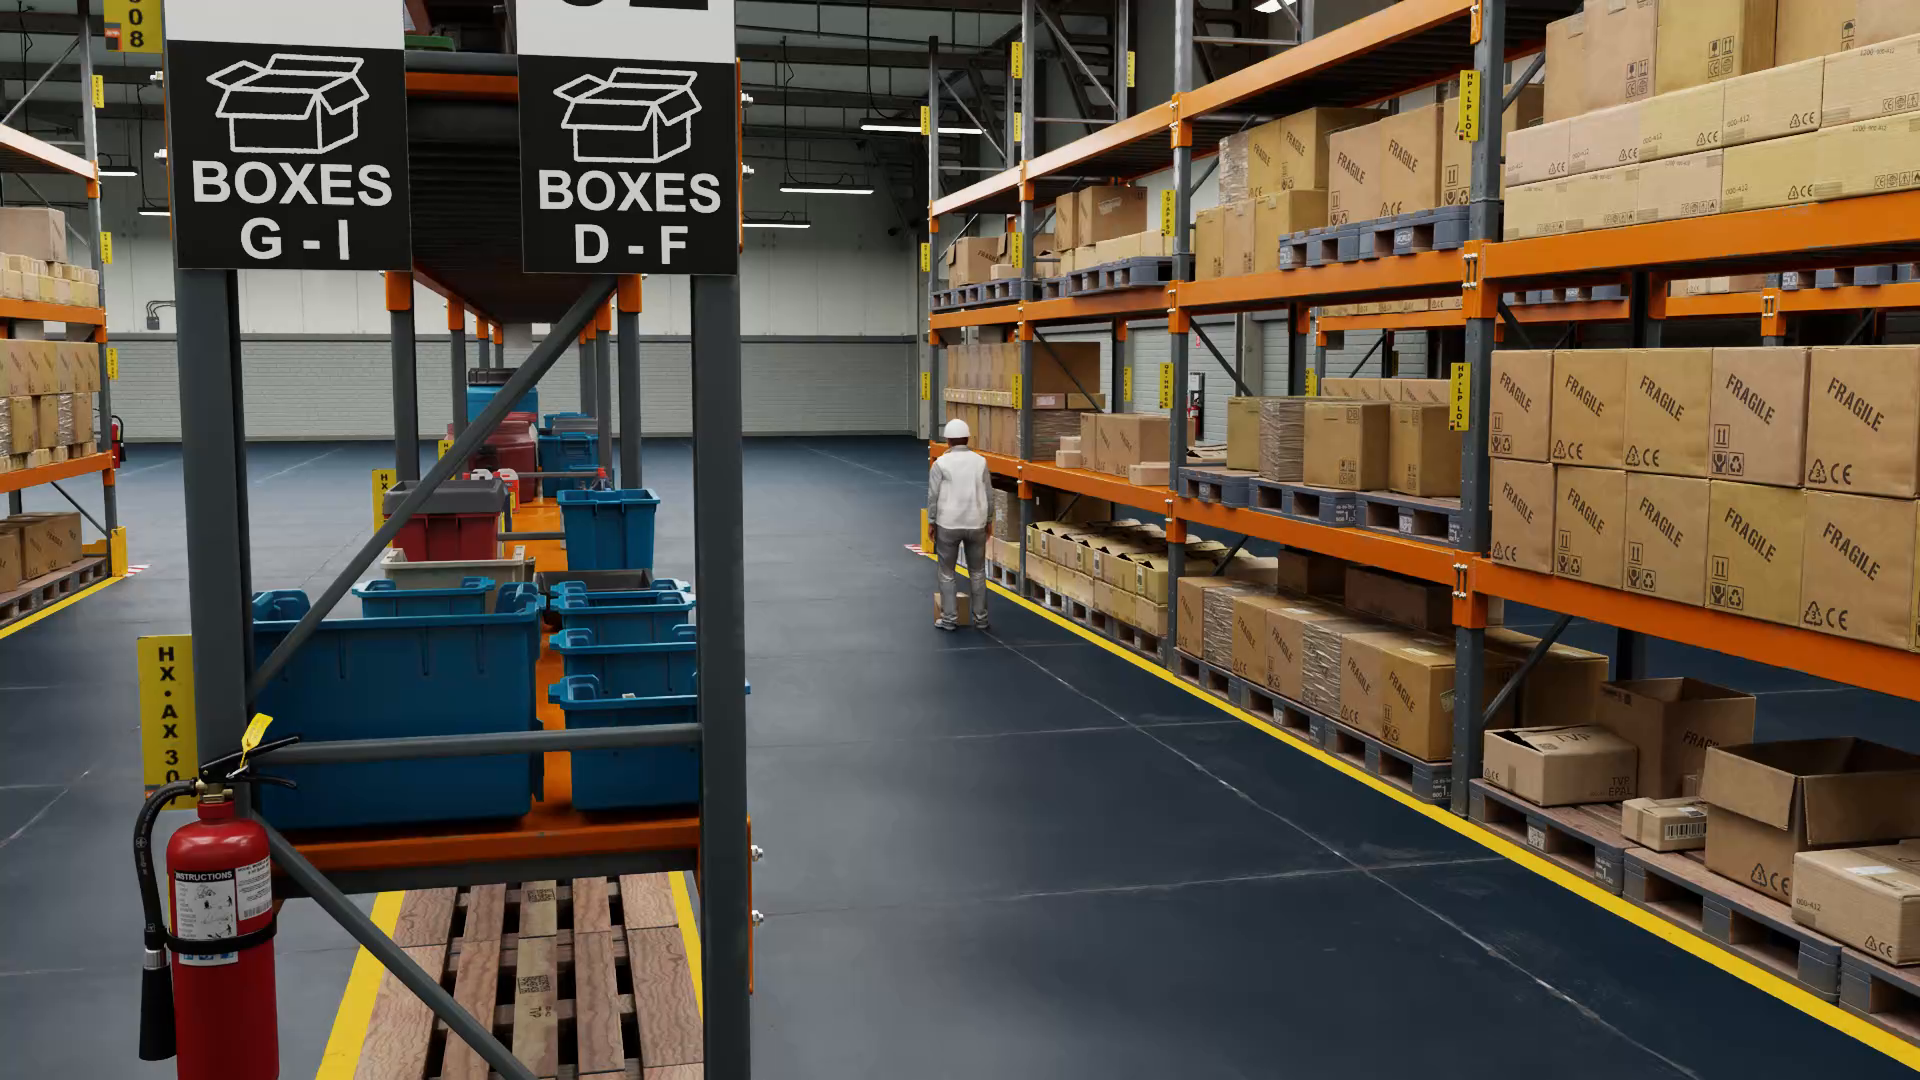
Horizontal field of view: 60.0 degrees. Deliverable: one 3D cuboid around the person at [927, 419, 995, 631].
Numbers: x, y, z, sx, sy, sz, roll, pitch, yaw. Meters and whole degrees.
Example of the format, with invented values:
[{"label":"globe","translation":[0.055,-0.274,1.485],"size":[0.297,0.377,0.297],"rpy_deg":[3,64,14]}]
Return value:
[{"label":"person","translation":[0.006,-0.131,14.048],"size":[0.581,1.772,0.460],"rpy_deg":[-1,6,-13]}]
